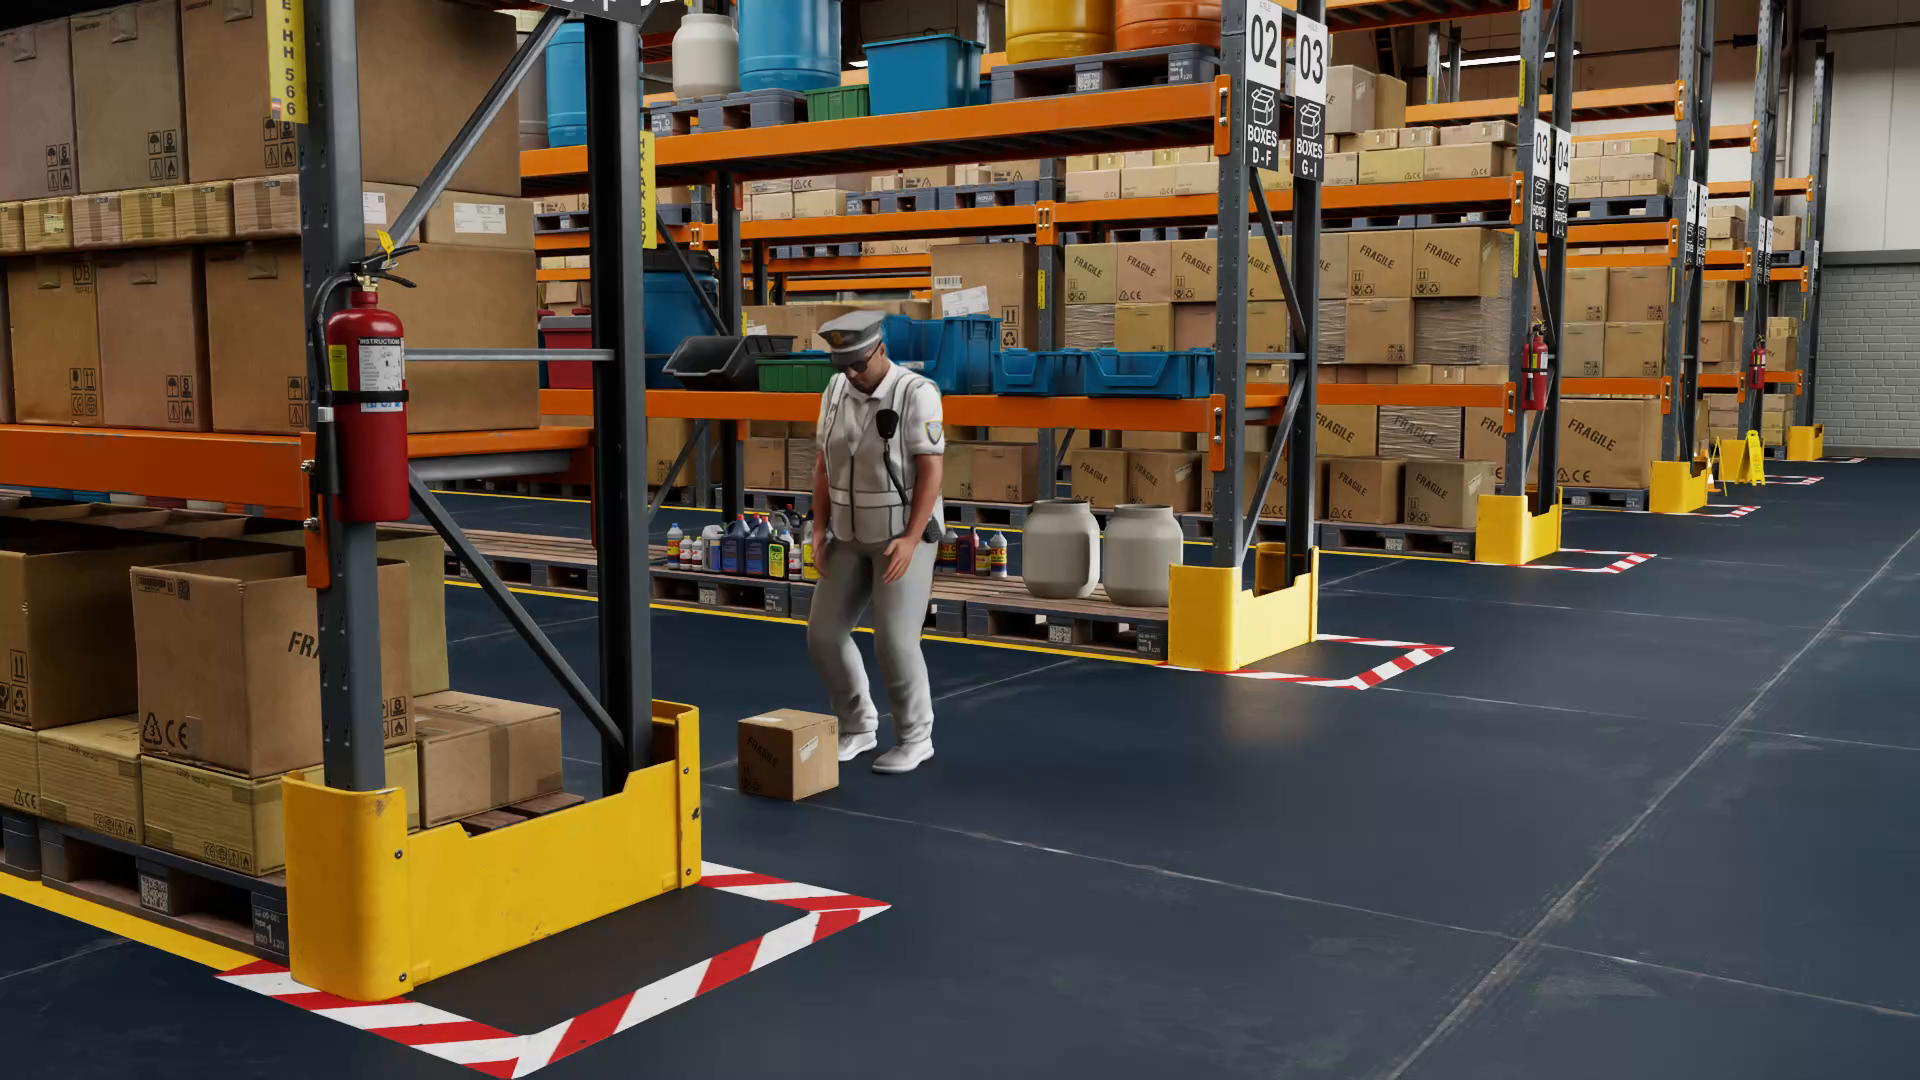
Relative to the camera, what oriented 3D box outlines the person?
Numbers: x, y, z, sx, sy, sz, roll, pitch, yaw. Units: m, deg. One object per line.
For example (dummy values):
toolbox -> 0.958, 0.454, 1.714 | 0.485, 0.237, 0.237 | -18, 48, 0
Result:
person -> -0.299, 0.002, 6.124 | 0.564, 1.678, 0.539 | 4, 8, 35
